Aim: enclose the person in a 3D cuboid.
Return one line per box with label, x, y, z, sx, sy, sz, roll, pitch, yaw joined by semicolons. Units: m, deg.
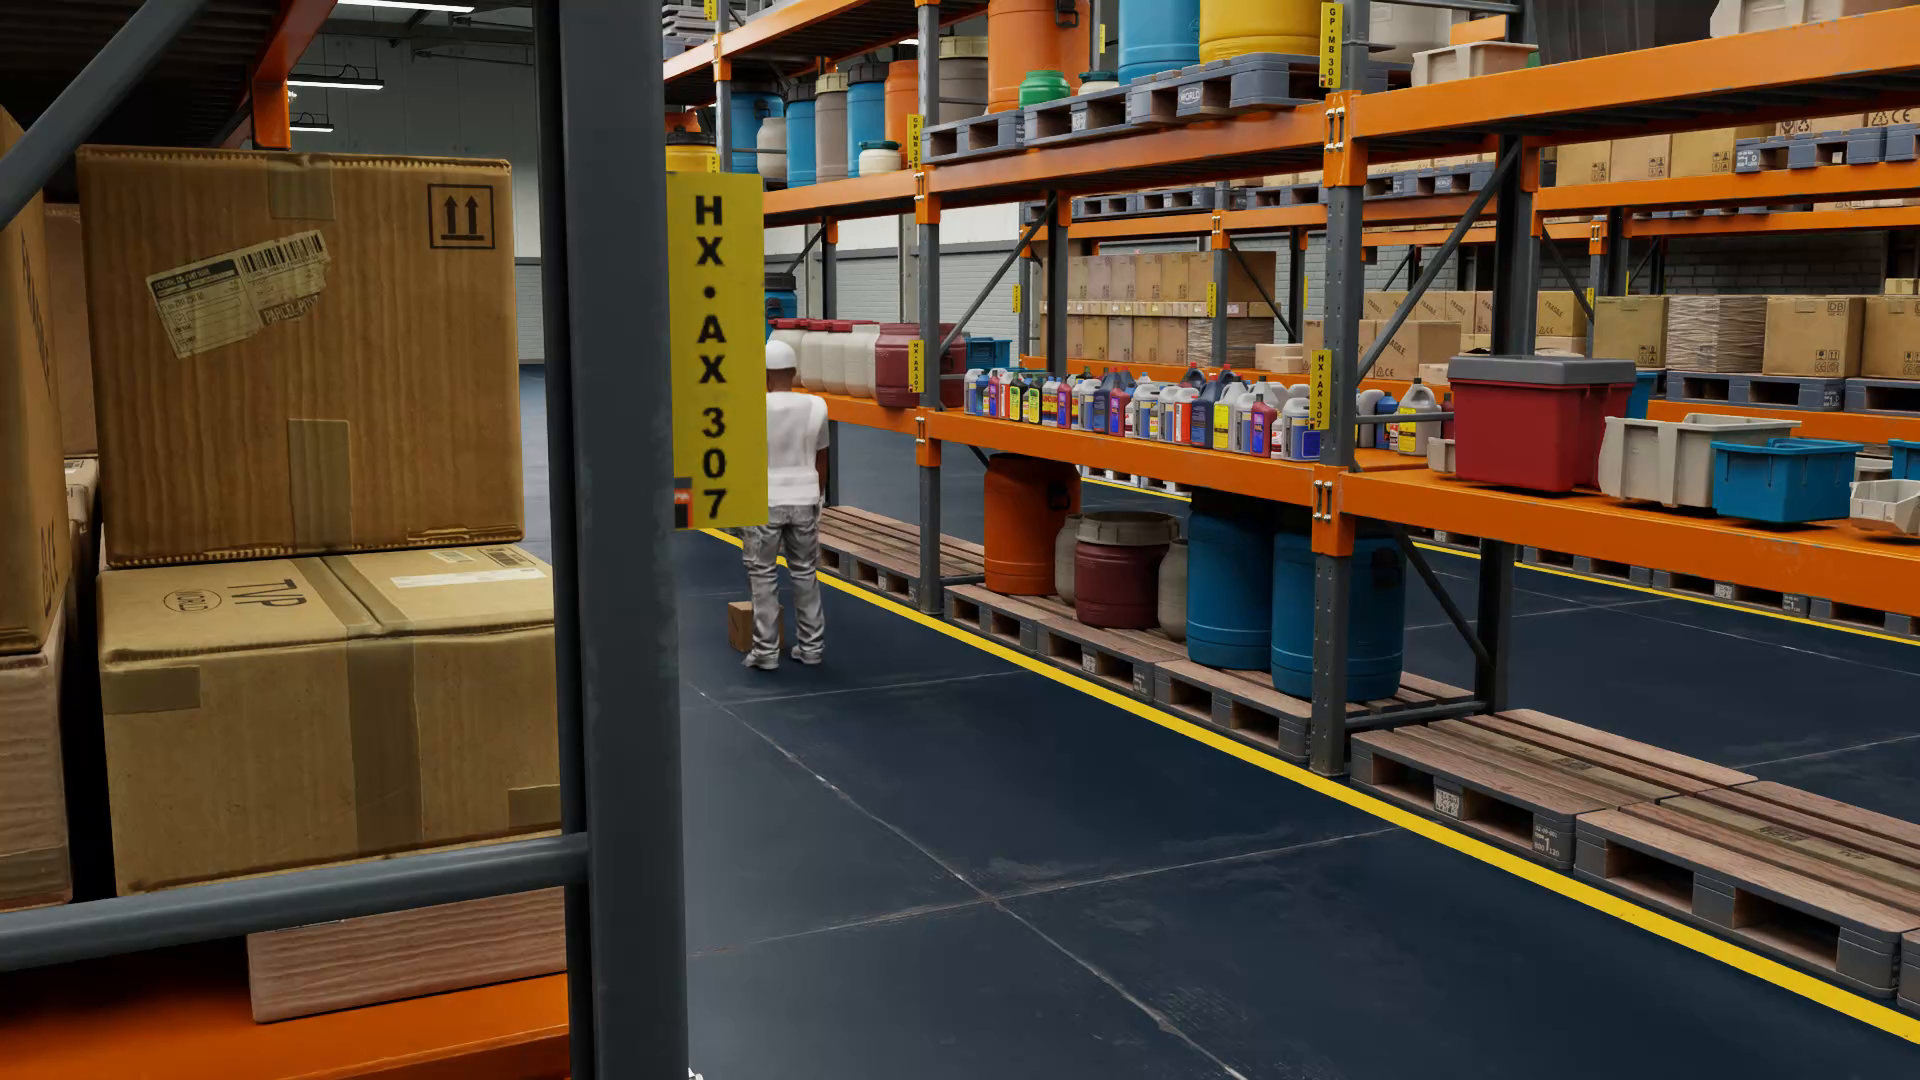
person;-0.982;-0.222;9.072;0.542;1.718;0.349;-4;9;-25
